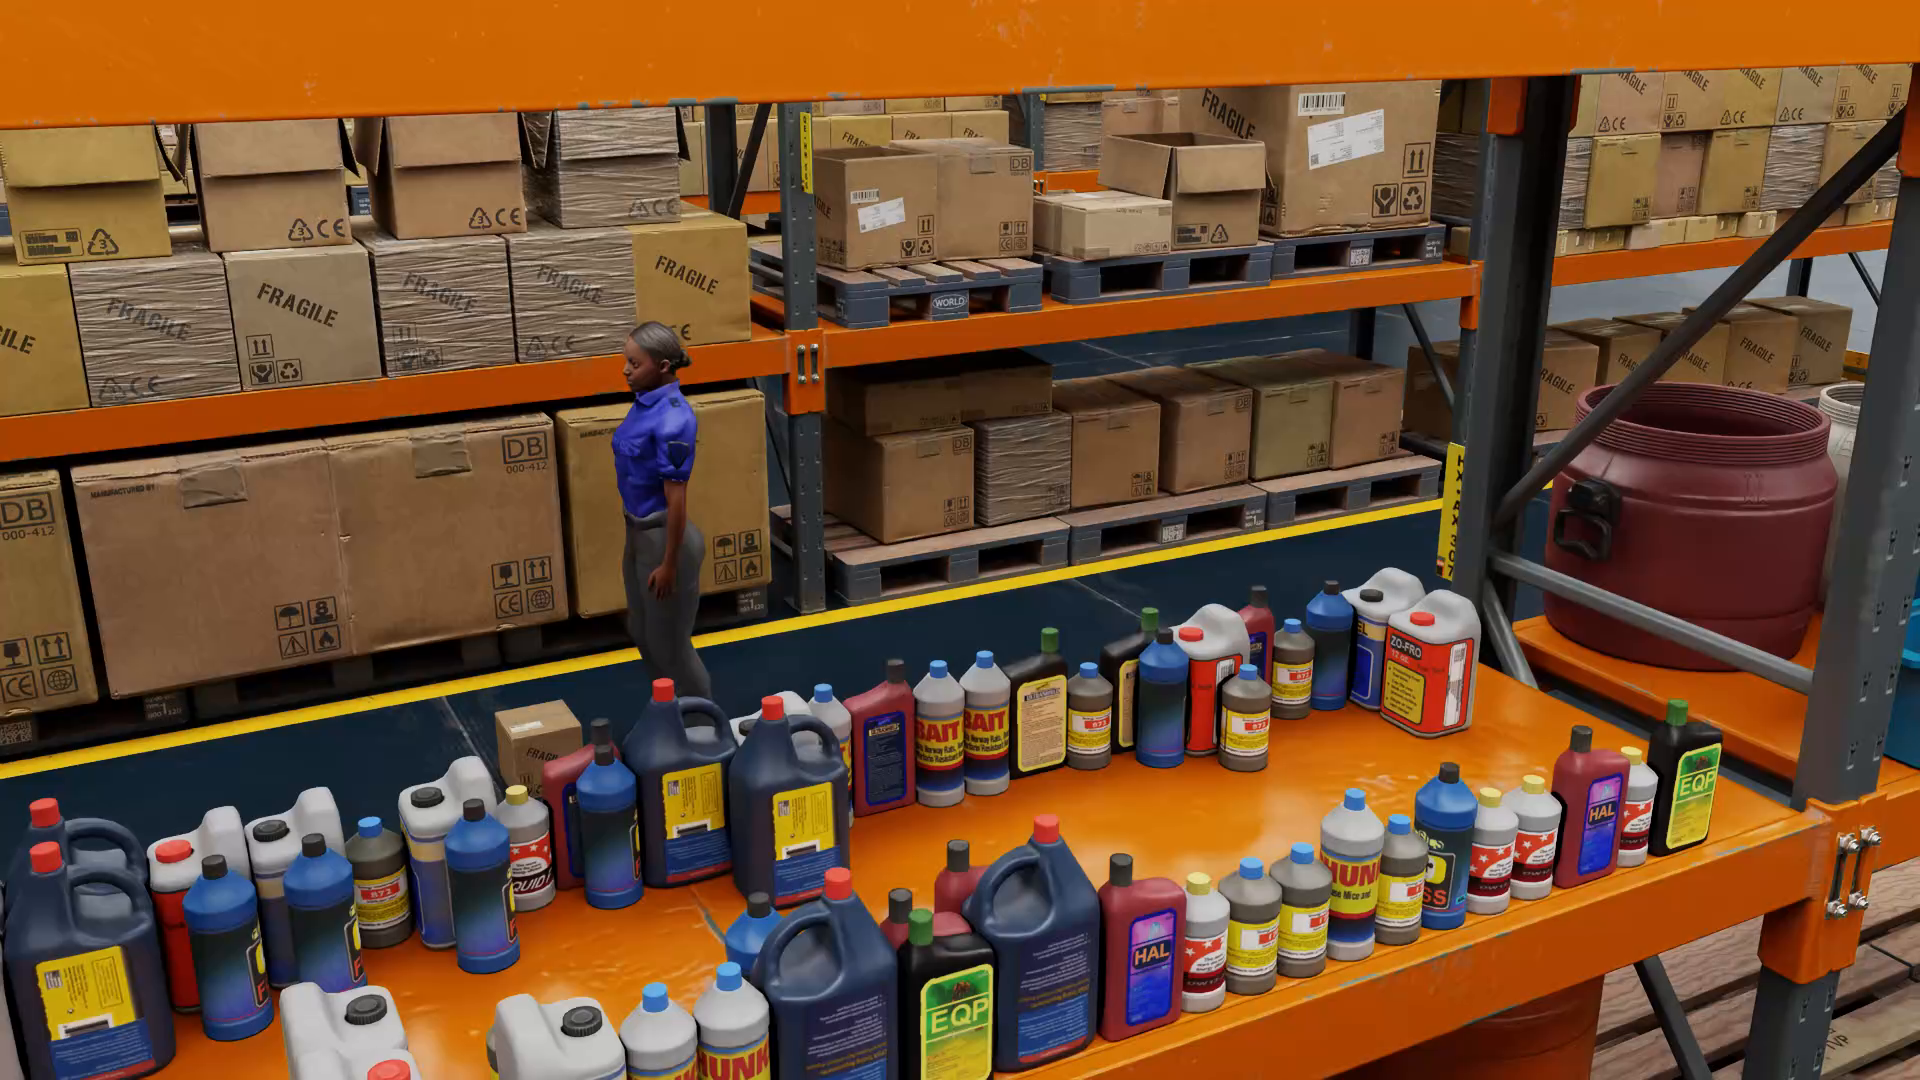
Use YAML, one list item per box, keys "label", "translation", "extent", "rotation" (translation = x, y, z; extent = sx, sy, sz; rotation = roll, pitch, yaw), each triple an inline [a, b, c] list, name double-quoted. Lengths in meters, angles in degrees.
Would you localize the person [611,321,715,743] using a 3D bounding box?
- label: "person"
  translation: [-1.073, 0.034, 5.982]
  extent: [0.312, 1.661, 0.437]
  rotation: [-8, 20, -23]
